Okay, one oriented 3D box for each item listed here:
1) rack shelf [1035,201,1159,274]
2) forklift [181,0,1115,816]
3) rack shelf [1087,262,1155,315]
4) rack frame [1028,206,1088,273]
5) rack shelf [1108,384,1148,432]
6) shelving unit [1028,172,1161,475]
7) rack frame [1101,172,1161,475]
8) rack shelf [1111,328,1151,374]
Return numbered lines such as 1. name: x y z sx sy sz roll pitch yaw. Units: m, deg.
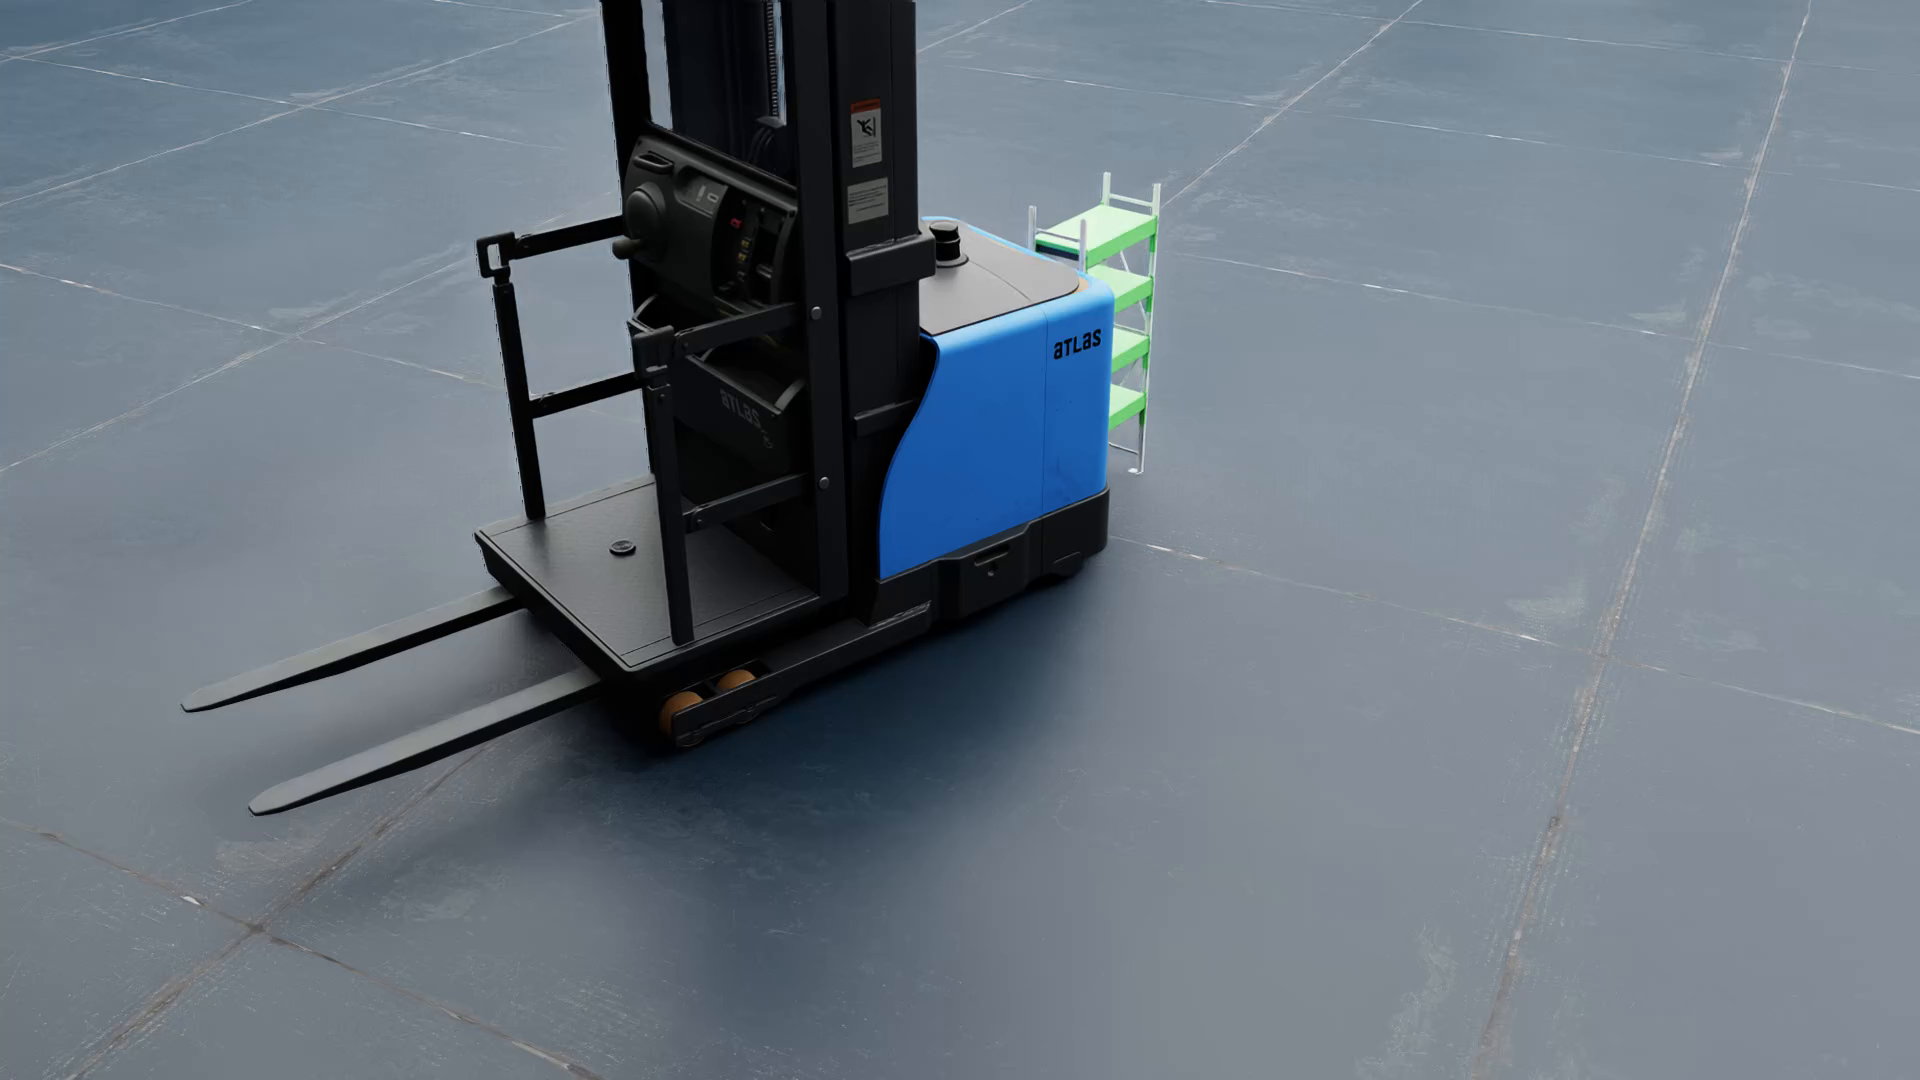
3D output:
1. rack shelf: 0.492 -1.087 6.102 0.258 0.148 0.480 21 36 32
2. forklift: -0.931 -0.930 4.926 3.031 2.935 1.130 -22 36 -33
3. rack shelf: 0.492 -0.879 6.222 0.258 0.148 0.480 21 36 32
4. rack frame: 0.344 -0.629 6.141 0.240 1.200 0.015 21 36 32
5. rack shelf: 0.492 -0.463 6.461 0.258 0.148 0.480 21 36 32
6. shelving unit: 0.492 -0.726 6.310 0.258 1.200 0.503 21 36 32
7. rack frame: 0.639 -0.823 6.478 0.240 1.200 0.015 21 36 32
8. rack shelf: 0.492 -0.671 6.342 0.258 0.148 0.480 21 36 32
